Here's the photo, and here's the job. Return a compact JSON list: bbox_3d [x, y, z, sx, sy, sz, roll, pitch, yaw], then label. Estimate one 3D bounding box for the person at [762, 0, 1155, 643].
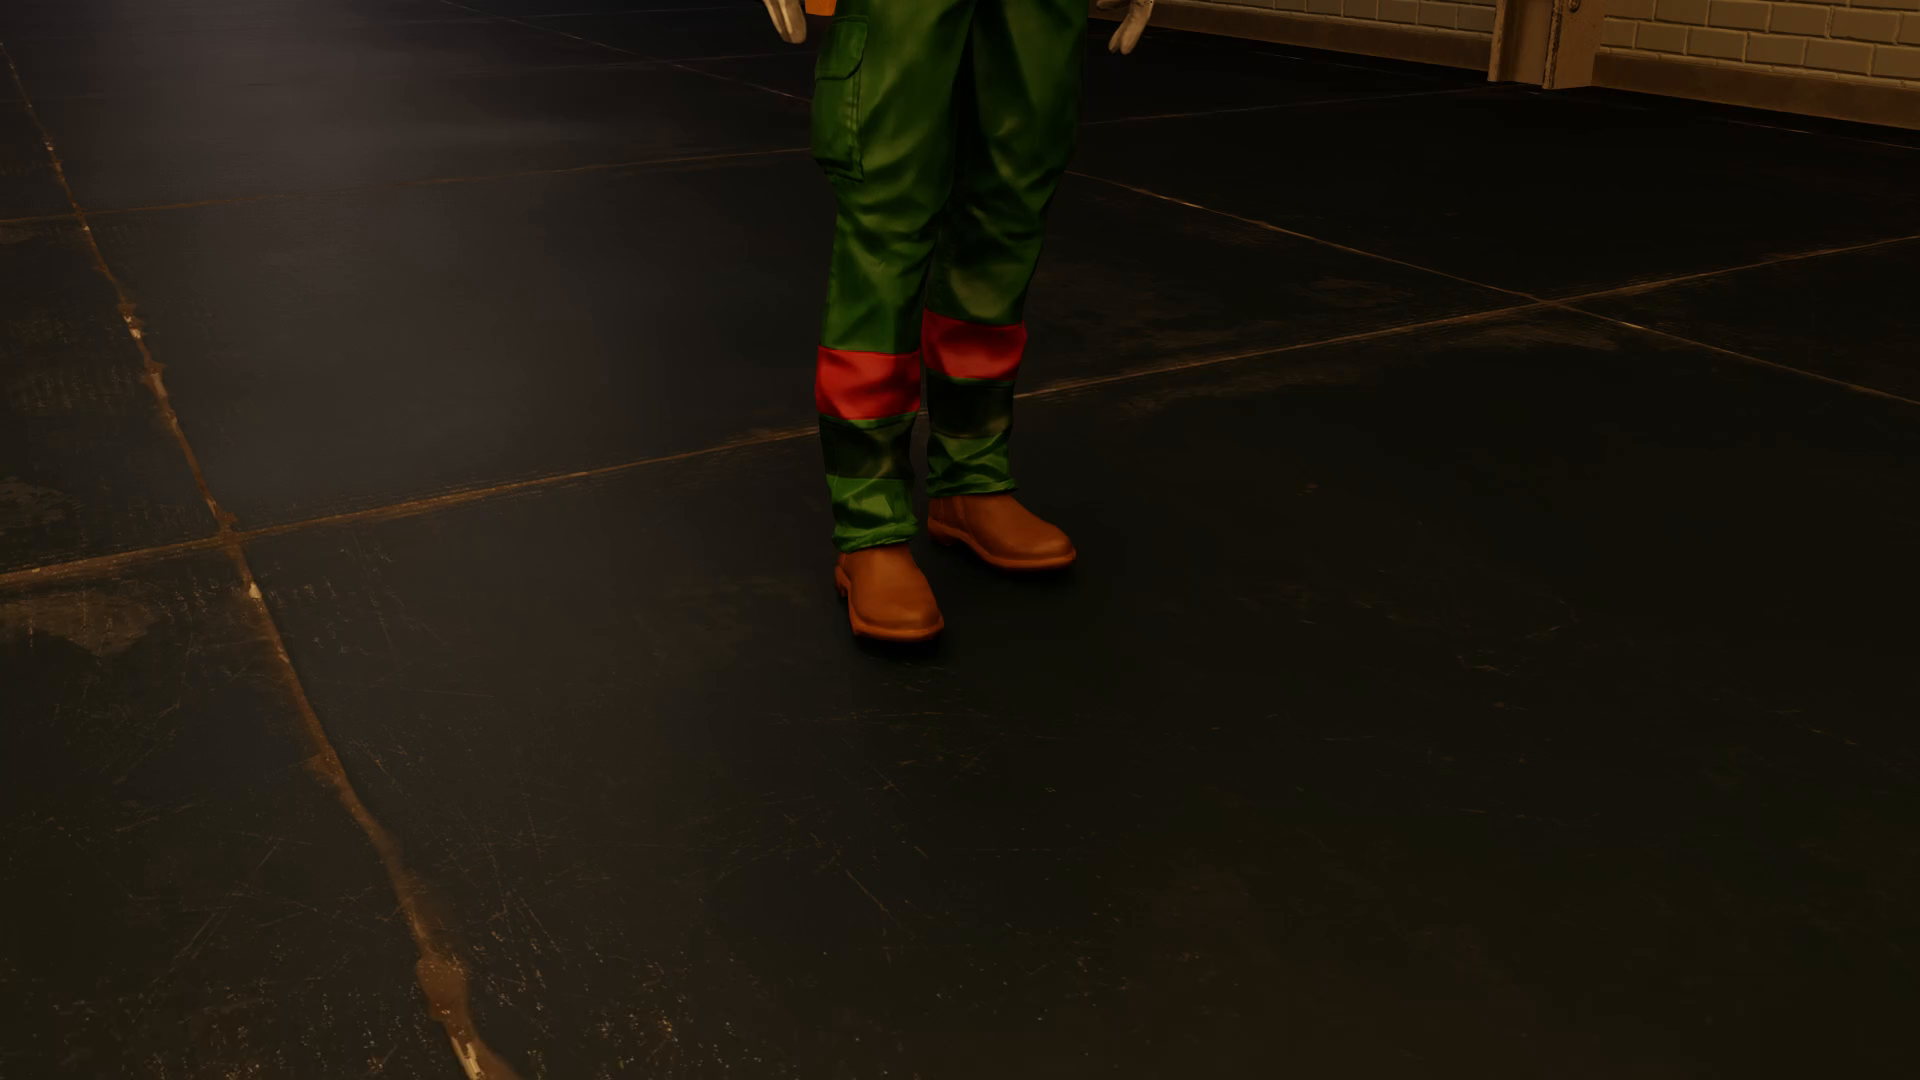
[{"bbox_3d":[0.030,-0.806,2.222,0.637,1.790,0.562,-12,25,-28],"label":"person"}]
